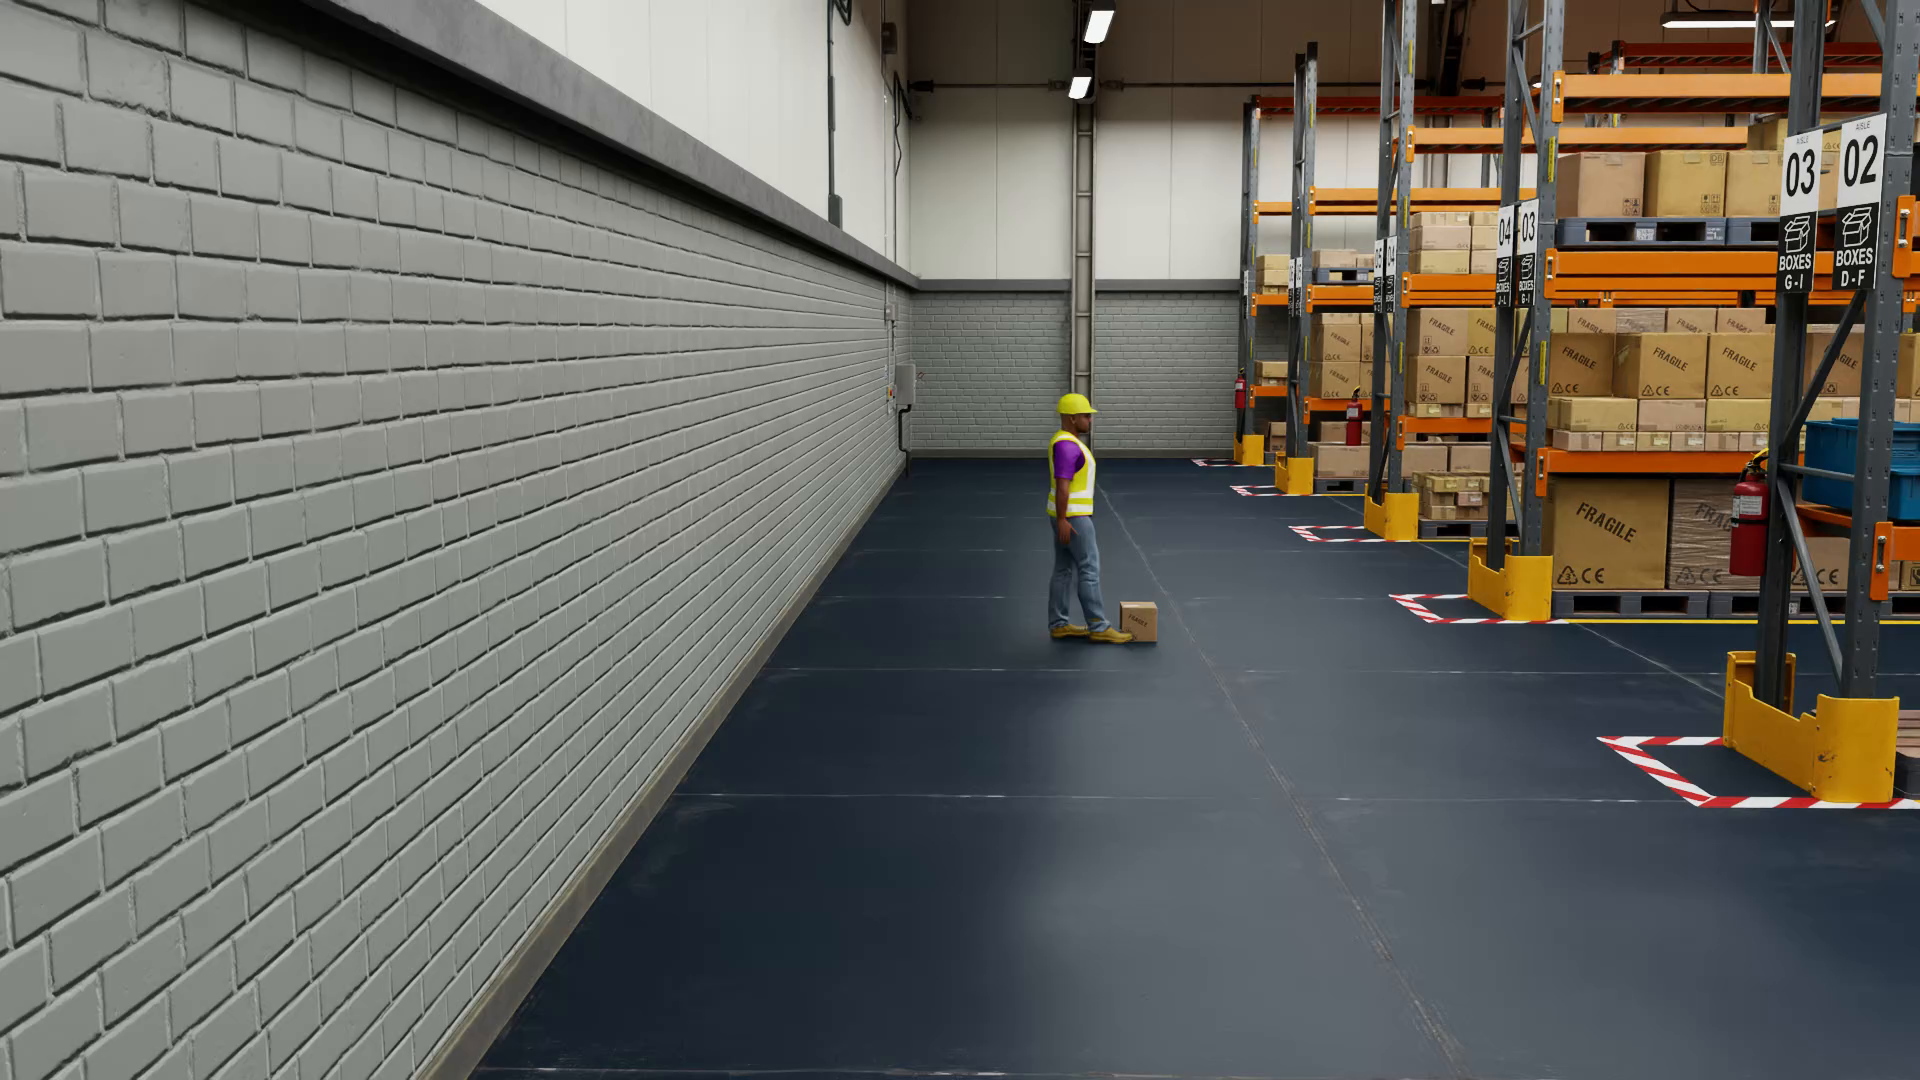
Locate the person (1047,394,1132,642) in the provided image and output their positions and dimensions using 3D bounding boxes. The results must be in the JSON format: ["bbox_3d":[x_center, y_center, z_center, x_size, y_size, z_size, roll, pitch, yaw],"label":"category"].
[{"bbox_3d":[0.922,-0.170,11.973,0.594,1.764,0.591,-1,7,-5],"label":"person"}]
